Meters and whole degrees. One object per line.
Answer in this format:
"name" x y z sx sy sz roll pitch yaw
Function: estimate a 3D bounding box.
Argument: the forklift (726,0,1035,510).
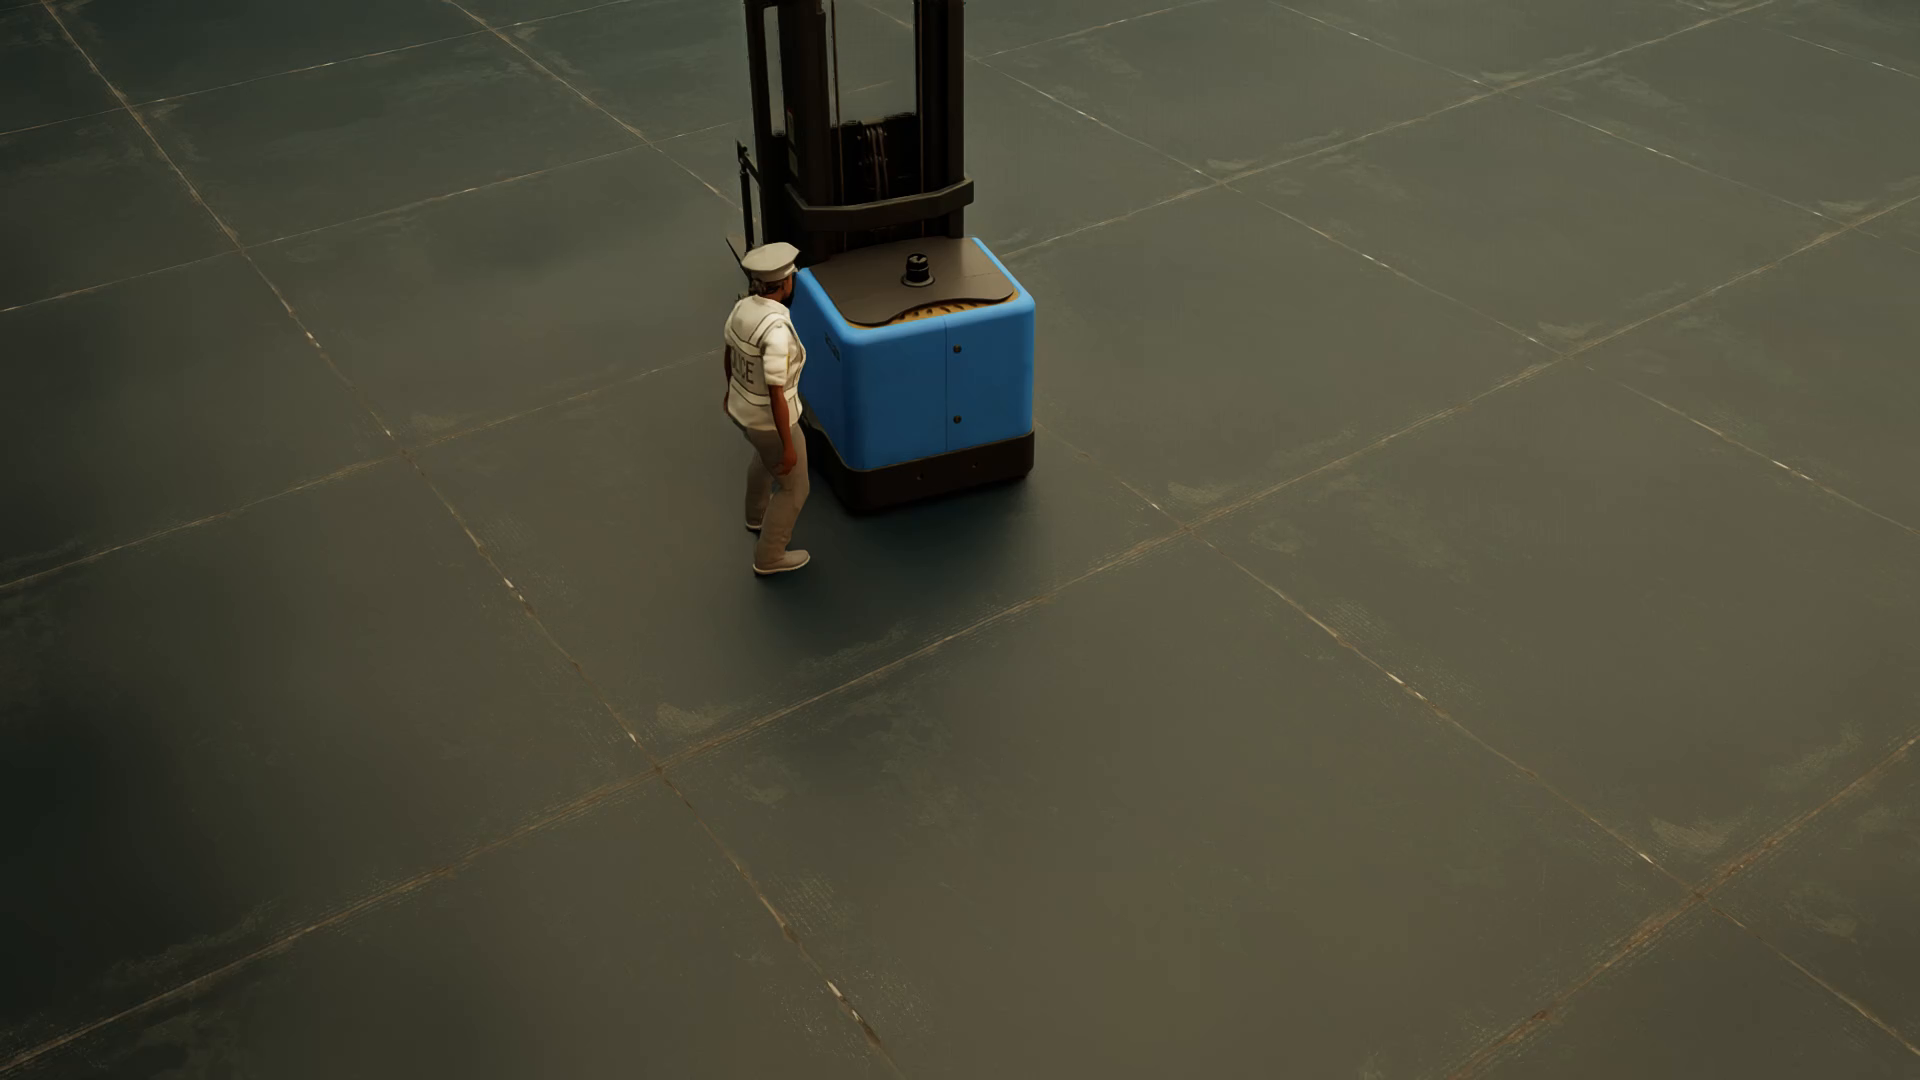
"forklift" -0.627 -2.205 8.927 1.130 2.935 3.031 -13 39 -17

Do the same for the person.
"person" -0.910 -0.613 7.883 0.404 1.632 0.793 -20 41 -25
